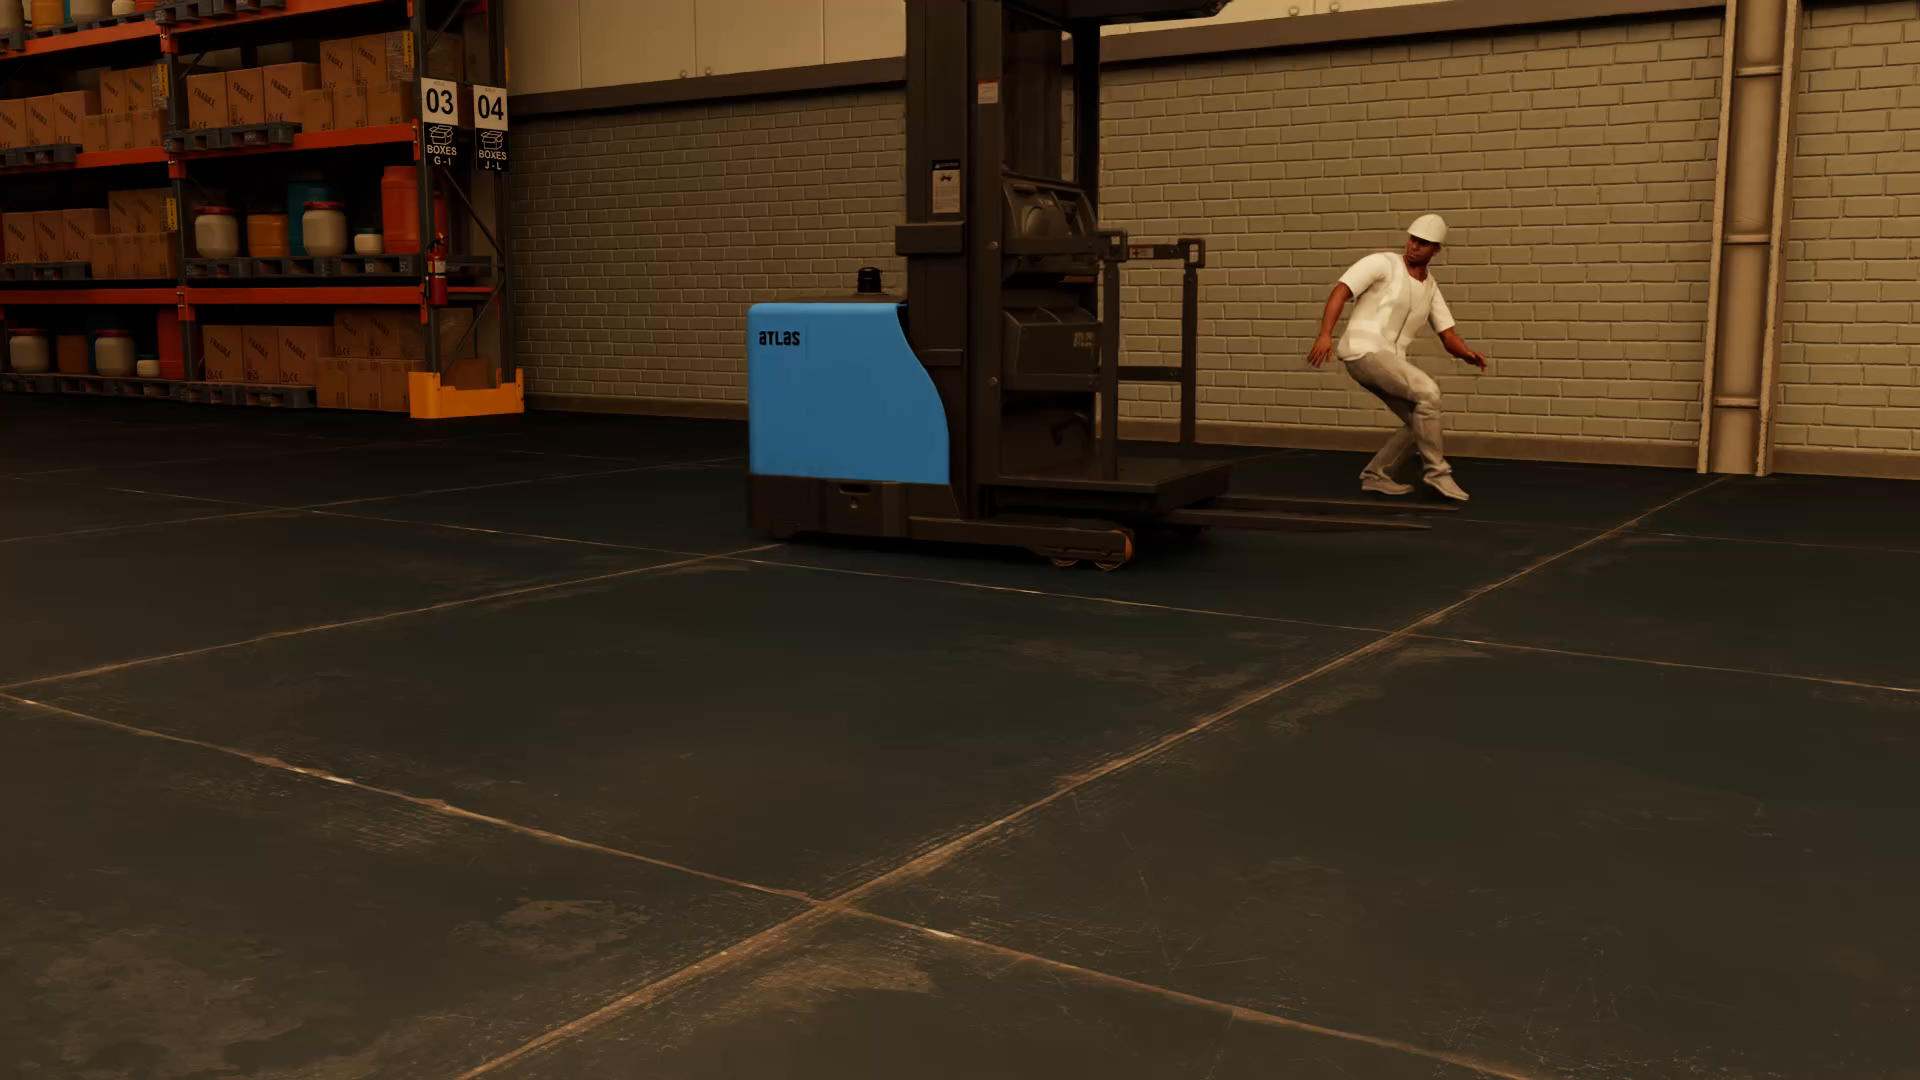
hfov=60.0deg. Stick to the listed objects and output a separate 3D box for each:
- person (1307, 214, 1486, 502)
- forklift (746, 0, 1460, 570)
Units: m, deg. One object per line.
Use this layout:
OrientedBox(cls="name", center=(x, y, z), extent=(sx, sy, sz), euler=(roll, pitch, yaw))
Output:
OrientedBox(cls="person", center=(2.457, -1.002, 9.160), extent=(0.814, 1.570, 0.806), euler=(8, 11, 44))
OrientedBox(cls="forklift", center=(0.583, -1.413, 7.133), extent=(3.031, 2.935, 1.130), euler=(4, 9, 26))
